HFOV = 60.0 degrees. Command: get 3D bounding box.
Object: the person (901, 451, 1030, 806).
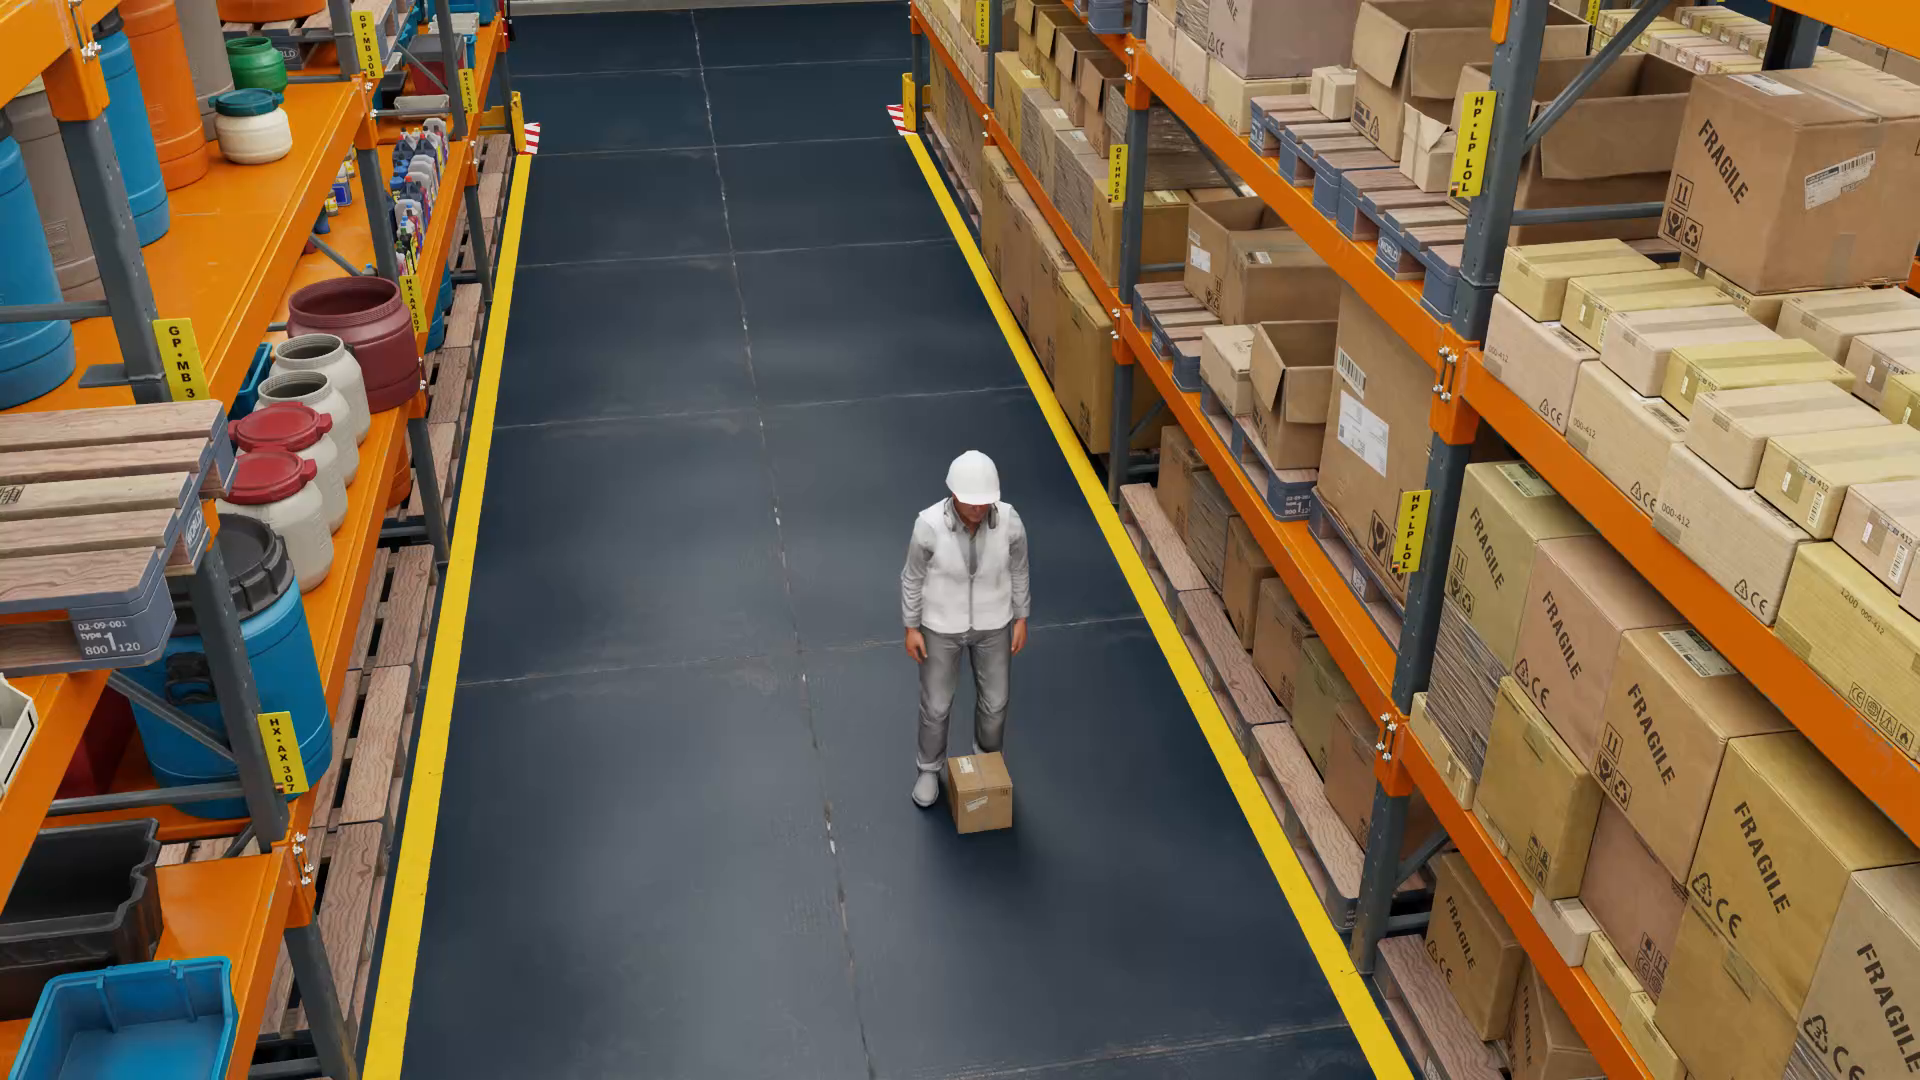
[{"bbox_3d":[0.029,0.376,7.472,0.580,1.771,0.461,-5,31,-9],"label":"person"}]
